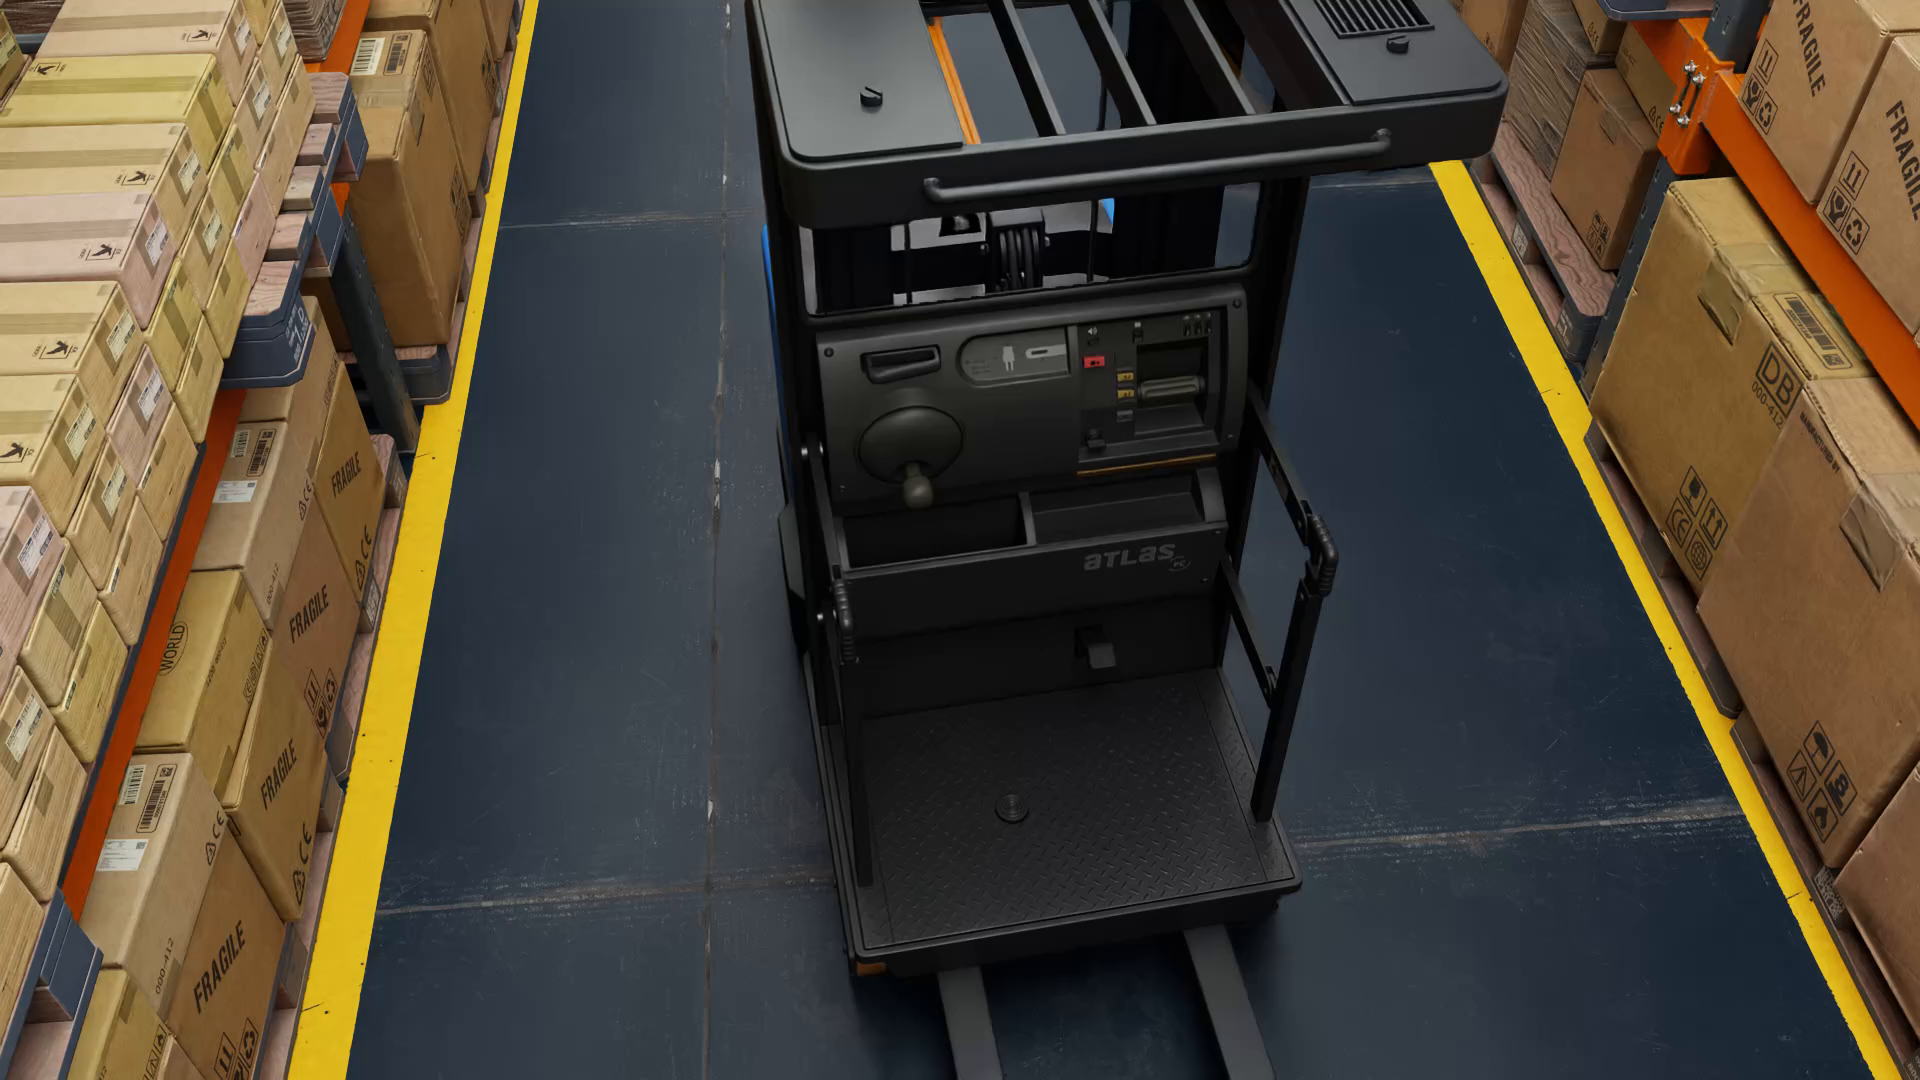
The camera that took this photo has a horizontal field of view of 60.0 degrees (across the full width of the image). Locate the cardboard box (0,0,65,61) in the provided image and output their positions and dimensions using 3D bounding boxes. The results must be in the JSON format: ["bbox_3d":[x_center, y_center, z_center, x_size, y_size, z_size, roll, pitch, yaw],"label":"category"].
[{"bbox_3d":[-2.614,-1.670,4.697,0.500,0.500,0.500,-3,47,-3],"label":"cardboard box"}]

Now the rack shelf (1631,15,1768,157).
[{"bbox_3d":[2.475,-2.754,6.288,1.077,0.370,4.000,-3,47,-3],"label":"rack shelf"}]

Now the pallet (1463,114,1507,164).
[{"bbox_3d":[2.480,-2.042,7.038,1.003,0.211,1.213,-3,47,-3],"label":"pallet"}]

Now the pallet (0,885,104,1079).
[{"bbox_3d":[-1.893,1.072,2.301,1.003,0.211,1.213,-3,47,-3],"label":"pallet"}]

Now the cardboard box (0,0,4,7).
[{"bbox_3d":[-2.462,-1.239,3.832,0.380,0.149,0.250,-3,47,-3],"label":"cardboard box"}]

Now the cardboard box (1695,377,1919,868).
[{"bbox_3d":[2.747,0.178,4.190,1.225,0.875,0.875,-3,47,-3],"label":"cardboard box"}]

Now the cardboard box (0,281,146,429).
[{"bbox_3d":[-1.704,-0.326,2.967,0.380,0.149,0.250,-1,47,-1],"label":"cardboard box"}]

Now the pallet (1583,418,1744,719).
[{"bbox_3d":[2.634,-0.021,5.124,1.003,0.211,1.213,-3,47,-3],"label":"pallet"}]

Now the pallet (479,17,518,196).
[{"bbox_3d":[-2.398,-1.823,6.831,1.003,0.211,1.213,-3,47,-3],"label":"pallet"}]

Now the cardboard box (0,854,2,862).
[{"bbox_3d":[-1.616,0.532,2.359,0.380,0.149,0.250,-5,47,-5],"label":"cardboard box"}]

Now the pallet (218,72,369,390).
[{"bbox_3d":[-2.143,-0.751,4.027,1.213,0.211,1.003,-3,47,-3],"label":"pallet"}]

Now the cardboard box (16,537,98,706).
[{"bbox_3d":[-1.663,0.146,2.725,0.380,0.149,0.250,-4,47,-4],"label":"cardboard box"}]

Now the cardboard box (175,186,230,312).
[{"bbox_3d":[-1.744,-0.592,3.424,0.380,0.149,0.250,-3,47,-3],"label":"cardboard box"}]

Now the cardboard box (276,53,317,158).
[{"bbox_3d":[-1.809,-1.055,4.067,0.380,0.149,0.250,-3,47,-3],"label":"cardboard box"}]

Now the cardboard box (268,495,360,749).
[{"bbox_3d":[-1.953,0.225,4.403,0.500,0.500,0.500,-2,47,-2],"label":"cardboard box"}]

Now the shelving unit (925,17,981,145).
[{"bbox_3d":[-0.224,-1.054,5.474,0.538,1.125,1.048,-8,47,-7],"label":"shelving unit"}]

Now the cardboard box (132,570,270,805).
[{"bbox_3d":[-1.910,0.343,3.775,0.500,0.250,0.500,-2,47,-2],"label":"cardboard box"}]

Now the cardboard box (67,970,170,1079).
[{"bbox_3d":[-1.819,1.089,3.068,0.500,0.250,0.500,-2,47,-2],"label":"cardboard box"}]

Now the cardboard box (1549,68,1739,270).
[{"bbox_3d":[2.567,-1.330,5.862,0.700,0.500,0.500,-6,47,-5],"label":"cardboard box"}]

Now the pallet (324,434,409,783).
[{"bbox_3d":[-2.244,0.198,4.917,1.003,0.211,1.213,-3,47,-3],"label":"pallet"}]

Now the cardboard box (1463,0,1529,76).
[{"bbox_3d":[2.453,-2.140,6.629,0.700,0.500,0.500,0,47,0],"label":"cardboard box"}]

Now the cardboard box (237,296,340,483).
[{"bbox_3d":[-1.990,-0.390,4.469,0.500,0.250,0.500,-4,47,-4],"label":"cardboard box"}]

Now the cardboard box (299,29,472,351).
[{"bbox_3d":[-2.270,-1.143,5.527,1.050,0.750,0.750,-4,47,-4],"label":"cardboard box"}]

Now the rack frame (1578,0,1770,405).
[{"bbox_3d":[2.643,-1.554,4.656,1.000,3.000,0.127,-3,47,-3],"label":"rack frame"}]

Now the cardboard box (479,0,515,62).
[{"bbox_3d":[-2.425,-2.449,6.764,1.050,0.750,0.750,-3,47,-3],"label":"cardboard box"}]

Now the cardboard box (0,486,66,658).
[{"bbox_3d":[-1.657,0.057,2.604,0.380,0.149,0.250,-2,47,-2],"label":"cardboard box"}]

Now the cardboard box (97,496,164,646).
[{"bbox_3d":[-1.681,0.070,3.001,0.380,0.149,0.250,-5,47,-5],"label":"cardboard box"}]

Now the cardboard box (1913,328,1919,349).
[{"bbox_3d":[2.504,-0.477,3.567,0.500,0.500,0.500,-4,47,-4],"label":"cardboard box"}]

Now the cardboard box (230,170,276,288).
[{"bbox_3d":[-1.768,-0.689,3.721,0.380,0.149,0.250,-3,47,-3],"label":"cardboard box"}]

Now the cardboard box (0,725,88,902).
[{"bbox_3d":[-1.636,0.450,2.642,0.380,0.149,0.250,-5,47,-5],"label":"cardboard box"}]

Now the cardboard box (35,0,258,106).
[{"bbox_3d":[-1.792,-1.080,3.681,0.380,0.149,0.250,-4,47,-4],"label":"cardboard box"}]

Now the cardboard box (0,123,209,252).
[{"bbox_3d":[-1.744,-0.698,3.319,0.380,0.149,0.250,-2,47,-2],"label":"cardboard box"}]

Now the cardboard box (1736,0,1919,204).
[{"bbox_3d":[2.412,-1.221,4.271,0.500,0.500,0.500,-2,47,-2],"label":"cardboard box"}]

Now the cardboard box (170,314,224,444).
[{"bbox_3d":[-1.727,-0.314,3.365,0.380,0.149,0.250,-5,47,-5],"label":"cardboard box"}]

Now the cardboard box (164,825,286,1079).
[{"bbox_3d":[-1.874,0.971,3.696,0.500,0.500,0.500,-3,47,-3],"label":"cardboard box"}]

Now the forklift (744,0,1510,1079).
[{"bbox_3d":[0.206,-0.208,3.428,1.130,2.935,3.031,-8,47,-7],"label":"forklift"}]

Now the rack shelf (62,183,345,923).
[{"bbox_3d":[-2.141,0.368,3.331,1.077,0.370,4.000,-3,47,-3],"label":"rack shelf"}]

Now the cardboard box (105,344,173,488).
[{"bbox_3d":[-1.703,-0.224,3.075,0.380,0.149,0.250,-2,47,-2],"label":"cardboard box"}]

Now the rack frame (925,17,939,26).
[{"bbox_3d":[-0.318,-1.417,5.817,0.500,1.125,0.032,-8,47,-7],"label":"rack frame"}]

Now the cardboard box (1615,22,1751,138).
[{"bbox_3d":[2.557,-1.587,5.589,0.500,0.250,0.500,-2,47,-2],"label":"cardboard box"}]

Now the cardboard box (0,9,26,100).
[{"bbox_3d":[-2.468,-1.125,3.928,0.380,0.149,0.250,-2,47,-2],"label":"cardboard box"}]

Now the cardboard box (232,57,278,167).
[{"bbox_3d":[-1.789,-0.964,3.776,0.380,0.149,0.250,-2,47,-2],"label":"cardboard box"}]
